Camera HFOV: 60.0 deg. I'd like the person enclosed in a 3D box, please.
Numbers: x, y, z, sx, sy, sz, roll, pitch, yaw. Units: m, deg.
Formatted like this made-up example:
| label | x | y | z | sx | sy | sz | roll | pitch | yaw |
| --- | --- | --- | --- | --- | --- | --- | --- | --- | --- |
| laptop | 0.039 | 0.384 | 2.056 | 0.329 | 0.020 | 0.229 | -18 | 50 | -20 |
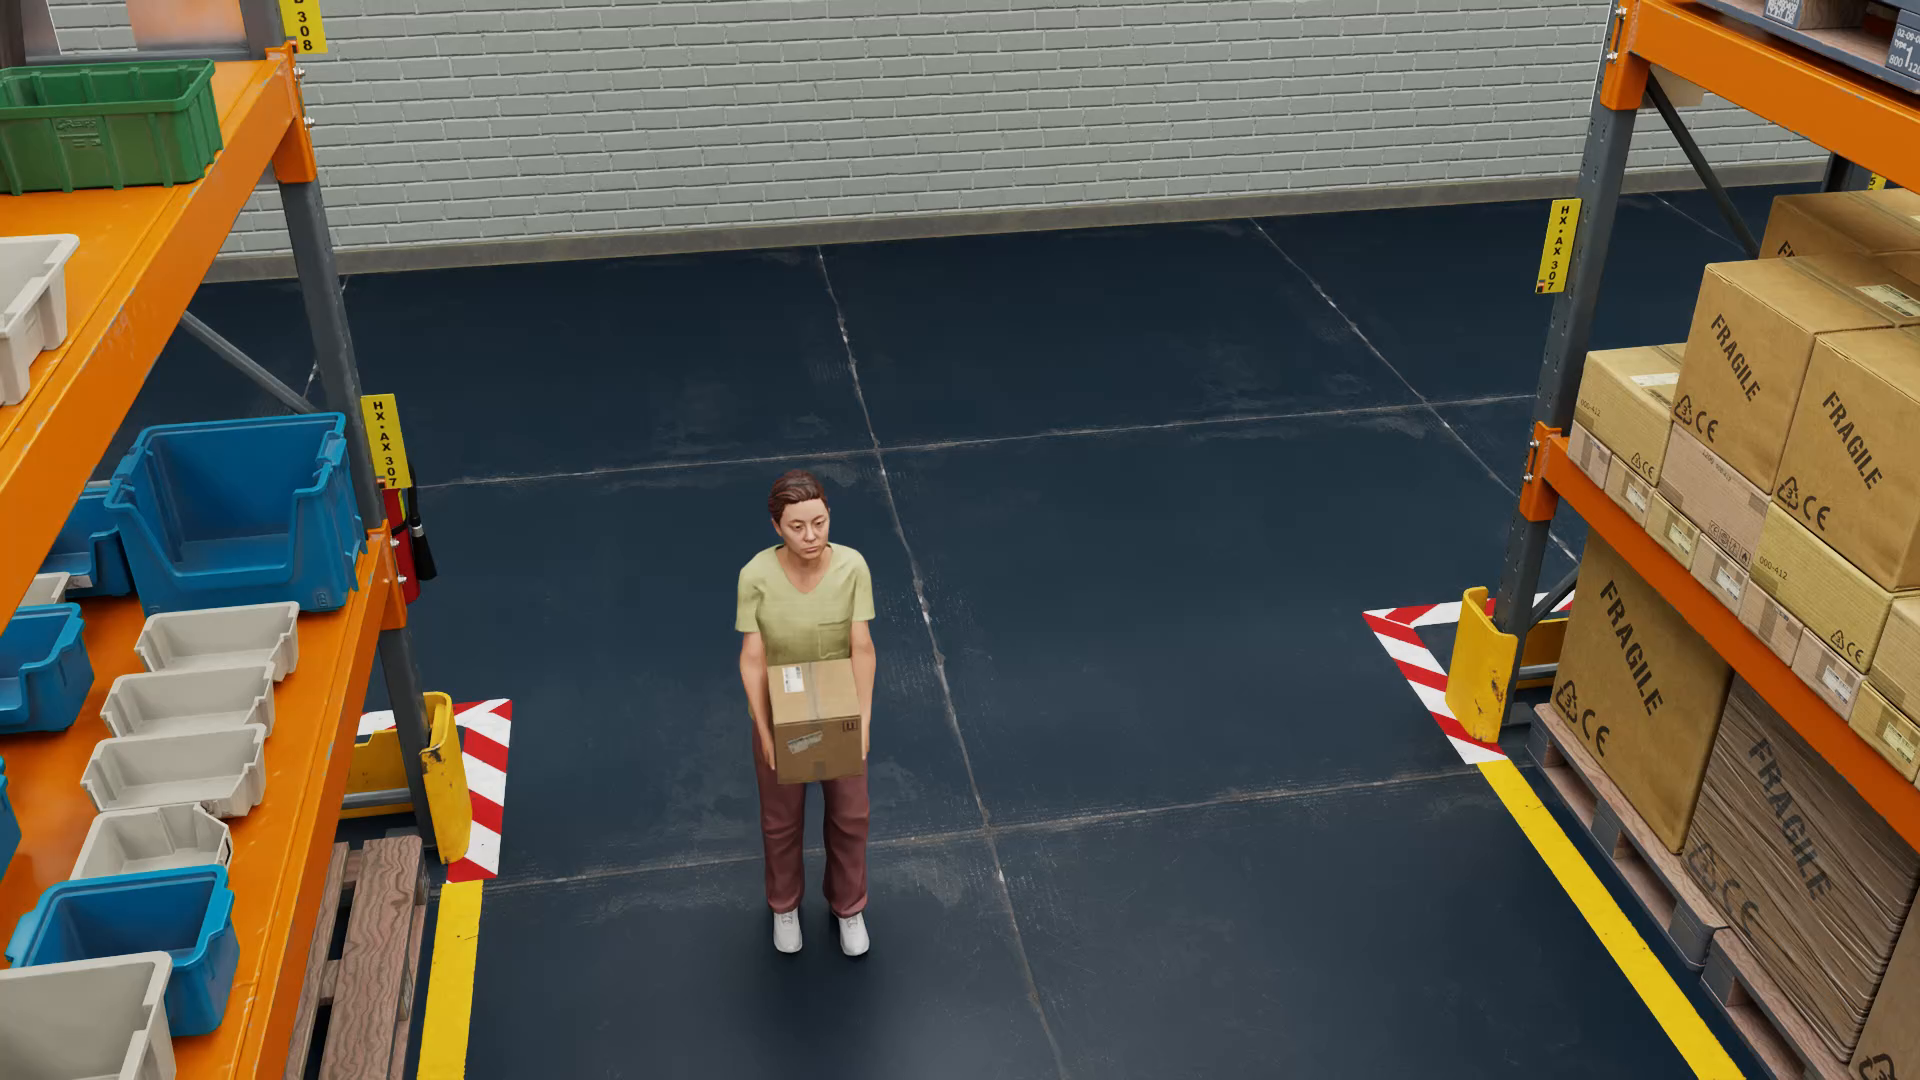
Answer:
| label | x | y | z | sx | sy | sz | roll | pitch | yaw |
| --- | --- | --- | --- | --- | --- | --- | --- | --- | --- |
| person | -0.457 | 0.697 | 5.224 | 0.424 | 1.413 | 0.541 | -5 | 31 | -9 |
